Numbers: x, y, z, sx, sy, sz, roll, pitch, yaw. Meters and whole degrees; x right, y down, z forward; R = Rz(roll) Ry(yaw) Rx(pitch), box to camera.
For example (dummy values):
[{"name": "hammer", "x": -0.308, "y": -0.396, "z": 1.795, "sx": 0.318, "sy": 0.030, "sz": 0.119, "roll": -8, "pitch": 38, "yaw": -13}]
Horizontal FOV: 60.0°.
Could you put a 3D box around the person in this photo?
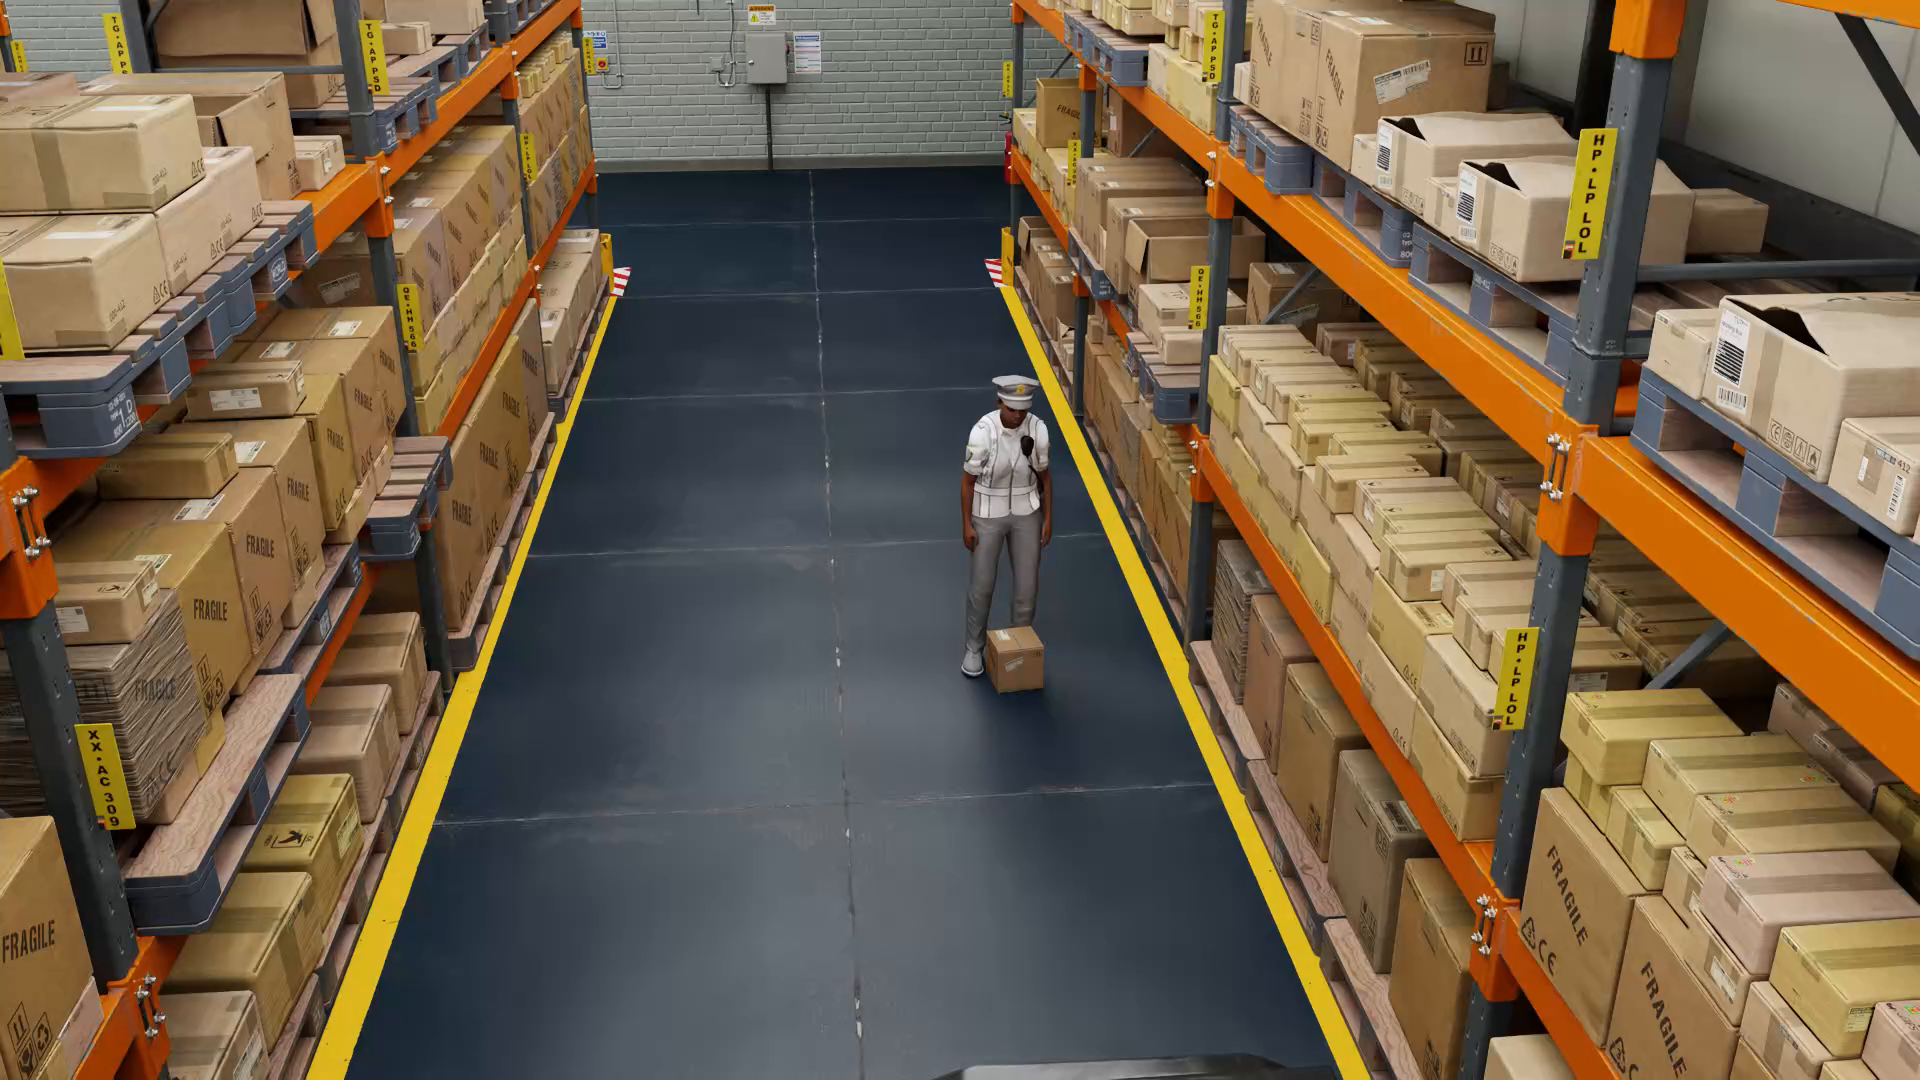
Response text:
[{"name": "person", "x": 0.245, "y": -0.091, "z": 8.806, "sx": 0.507, "sy": 1.660, "sz": 0.415, "roll": -4, "pitch": 24, "yaw": -10}]
